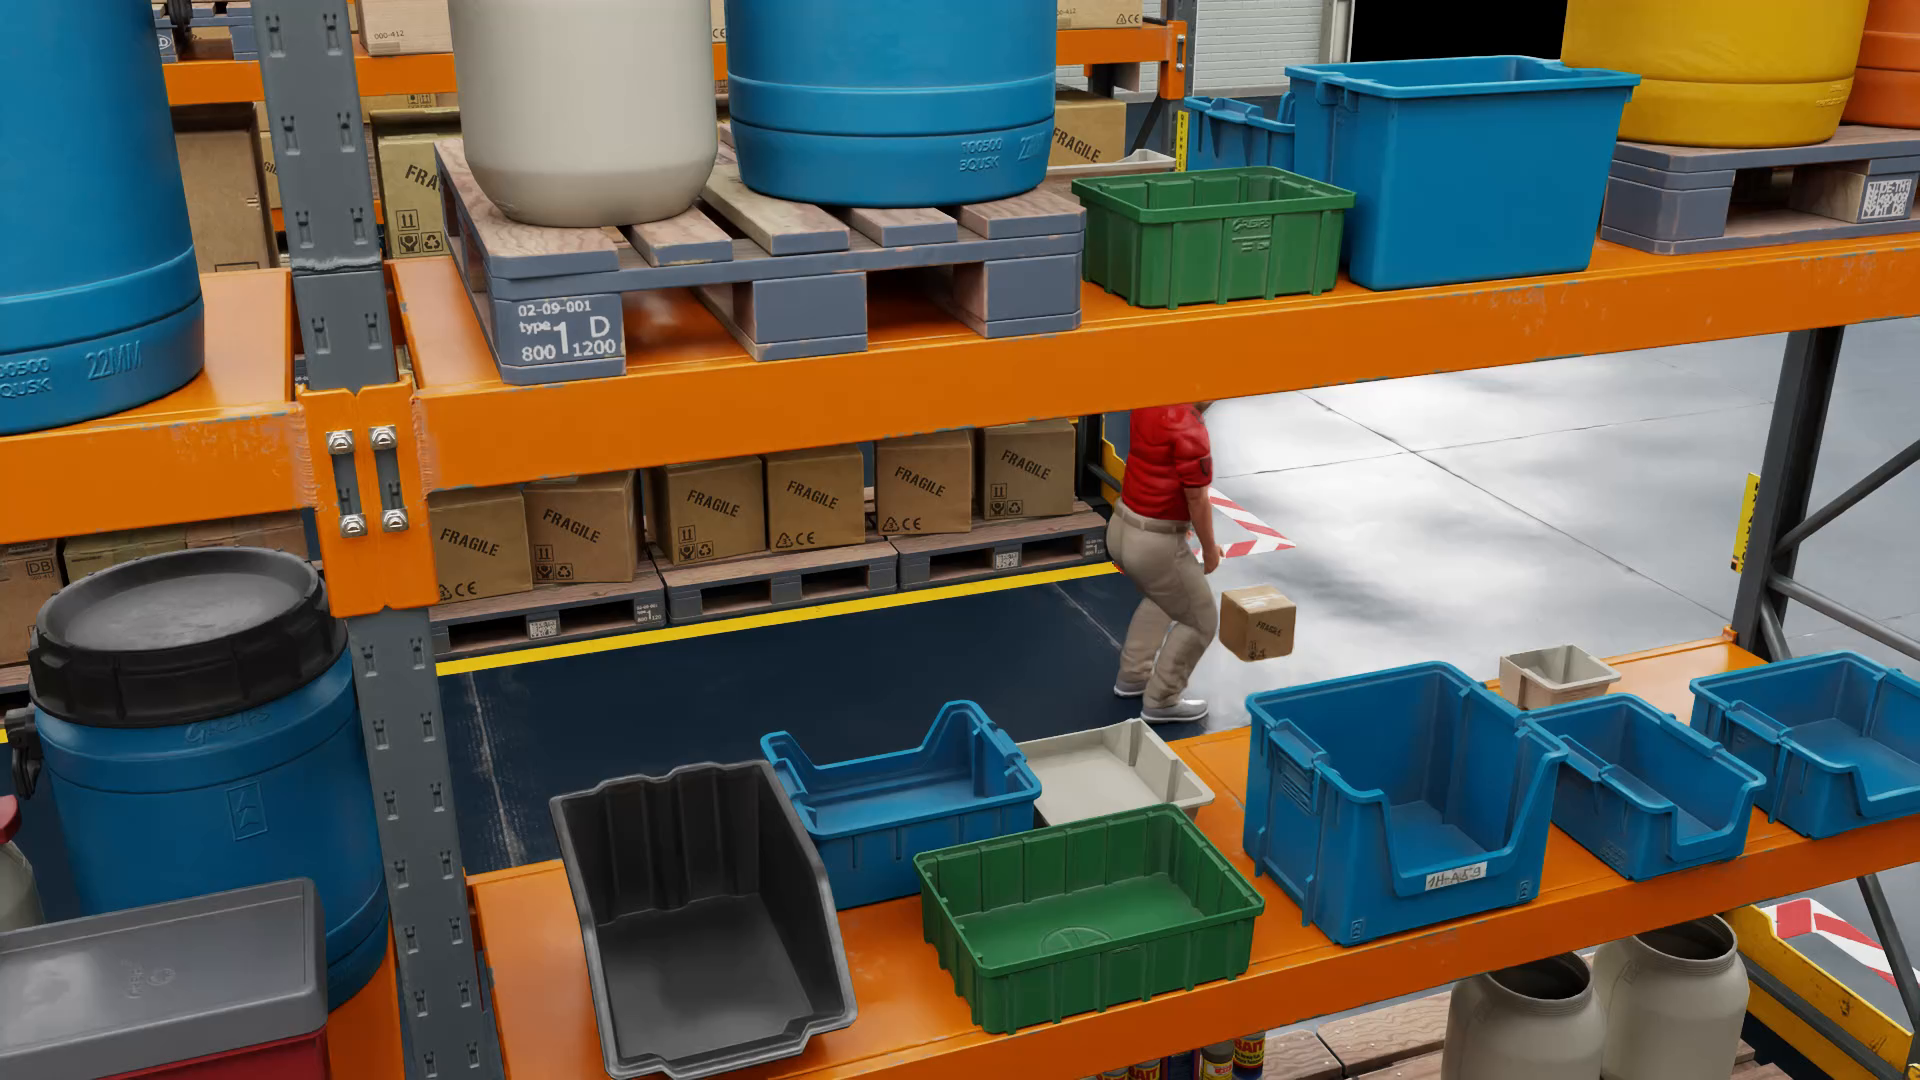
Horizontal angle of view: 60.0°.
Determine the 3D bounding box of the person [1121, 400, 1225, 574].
[{"bbox_3d":[0.920,-0.327,7.172,0.446,0.946,0.571,-8,24,-18],"label":"person"}]
